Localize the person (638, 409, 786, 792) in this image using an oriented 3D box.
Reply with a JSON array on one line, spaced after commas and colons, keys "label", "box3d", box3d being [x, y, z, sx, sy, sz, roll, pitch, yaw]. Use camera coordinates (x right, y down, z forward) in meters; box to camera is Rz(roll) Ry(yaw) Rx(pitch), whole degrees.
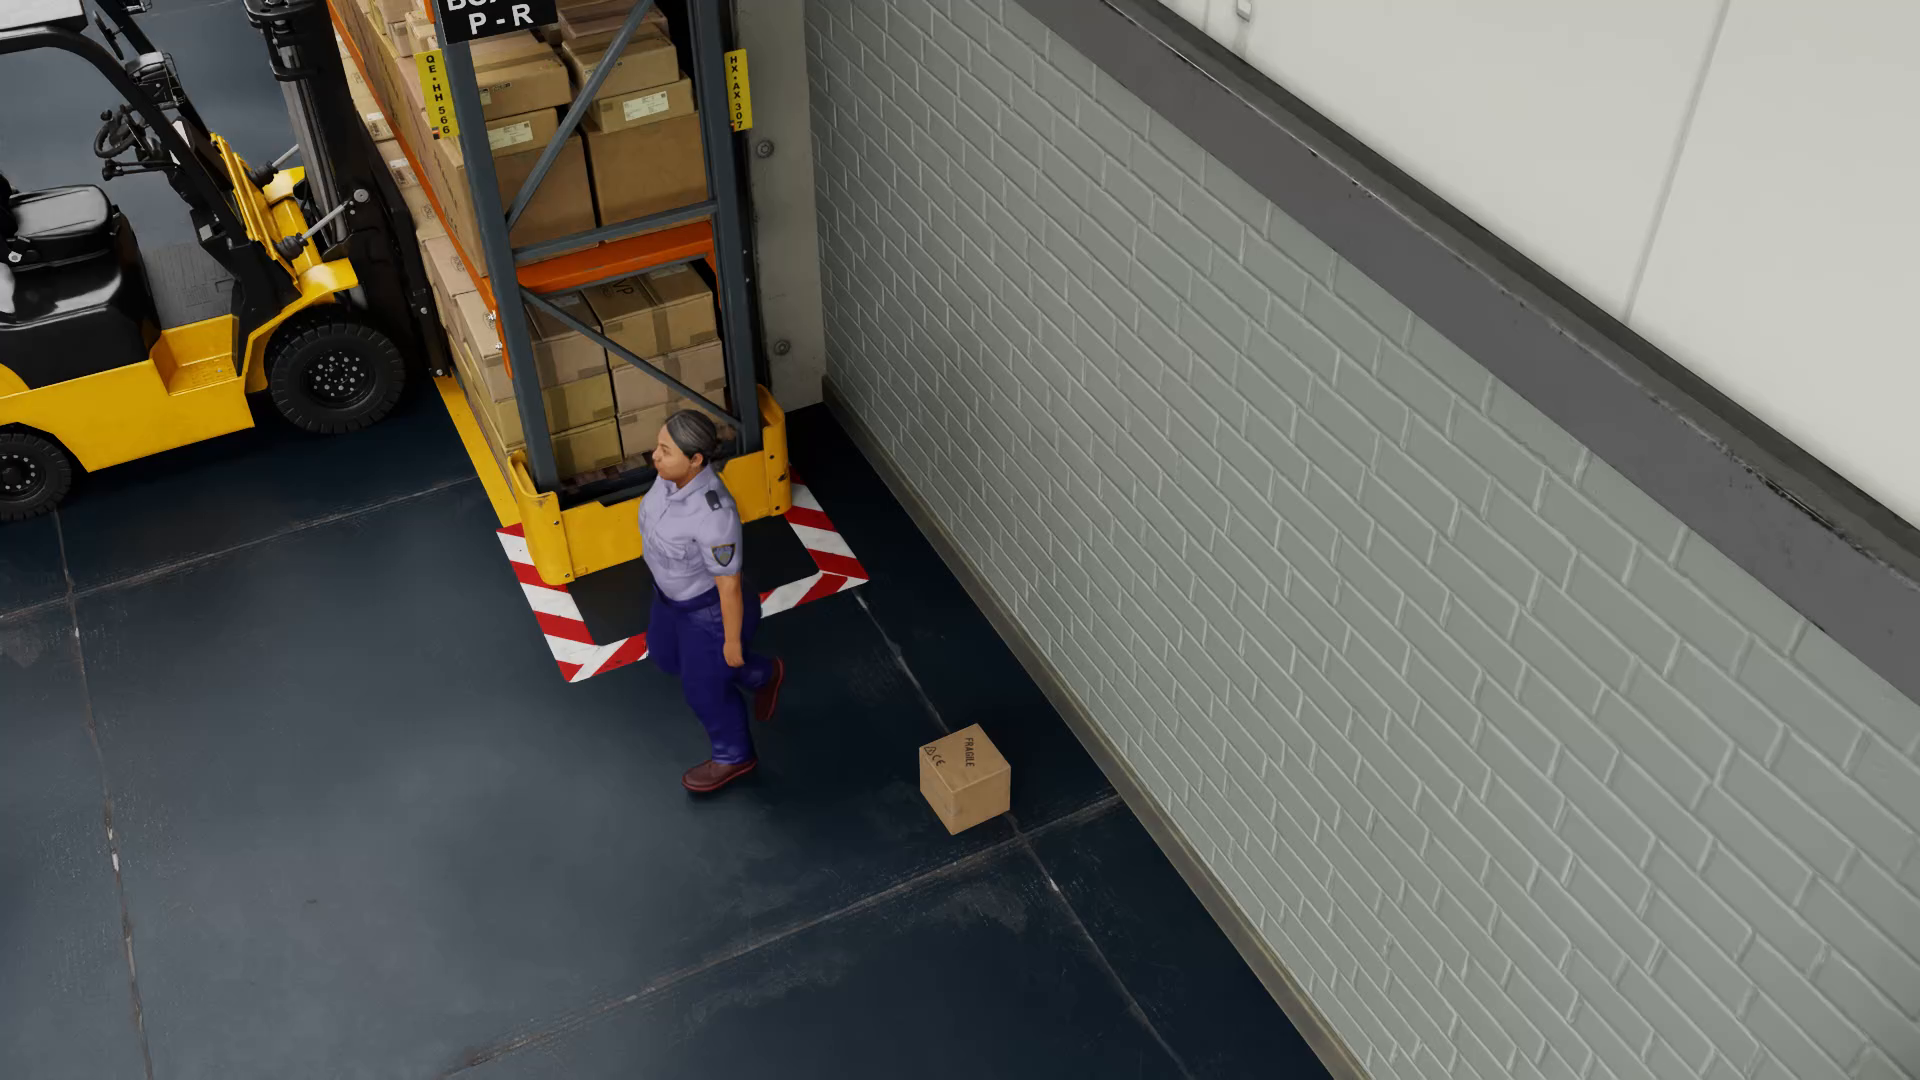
[{"label": "person", "box3d": [-0.864, 0.201, 5.915, 0.505, 1.634, 0.501, -18, 45, -19]}]
